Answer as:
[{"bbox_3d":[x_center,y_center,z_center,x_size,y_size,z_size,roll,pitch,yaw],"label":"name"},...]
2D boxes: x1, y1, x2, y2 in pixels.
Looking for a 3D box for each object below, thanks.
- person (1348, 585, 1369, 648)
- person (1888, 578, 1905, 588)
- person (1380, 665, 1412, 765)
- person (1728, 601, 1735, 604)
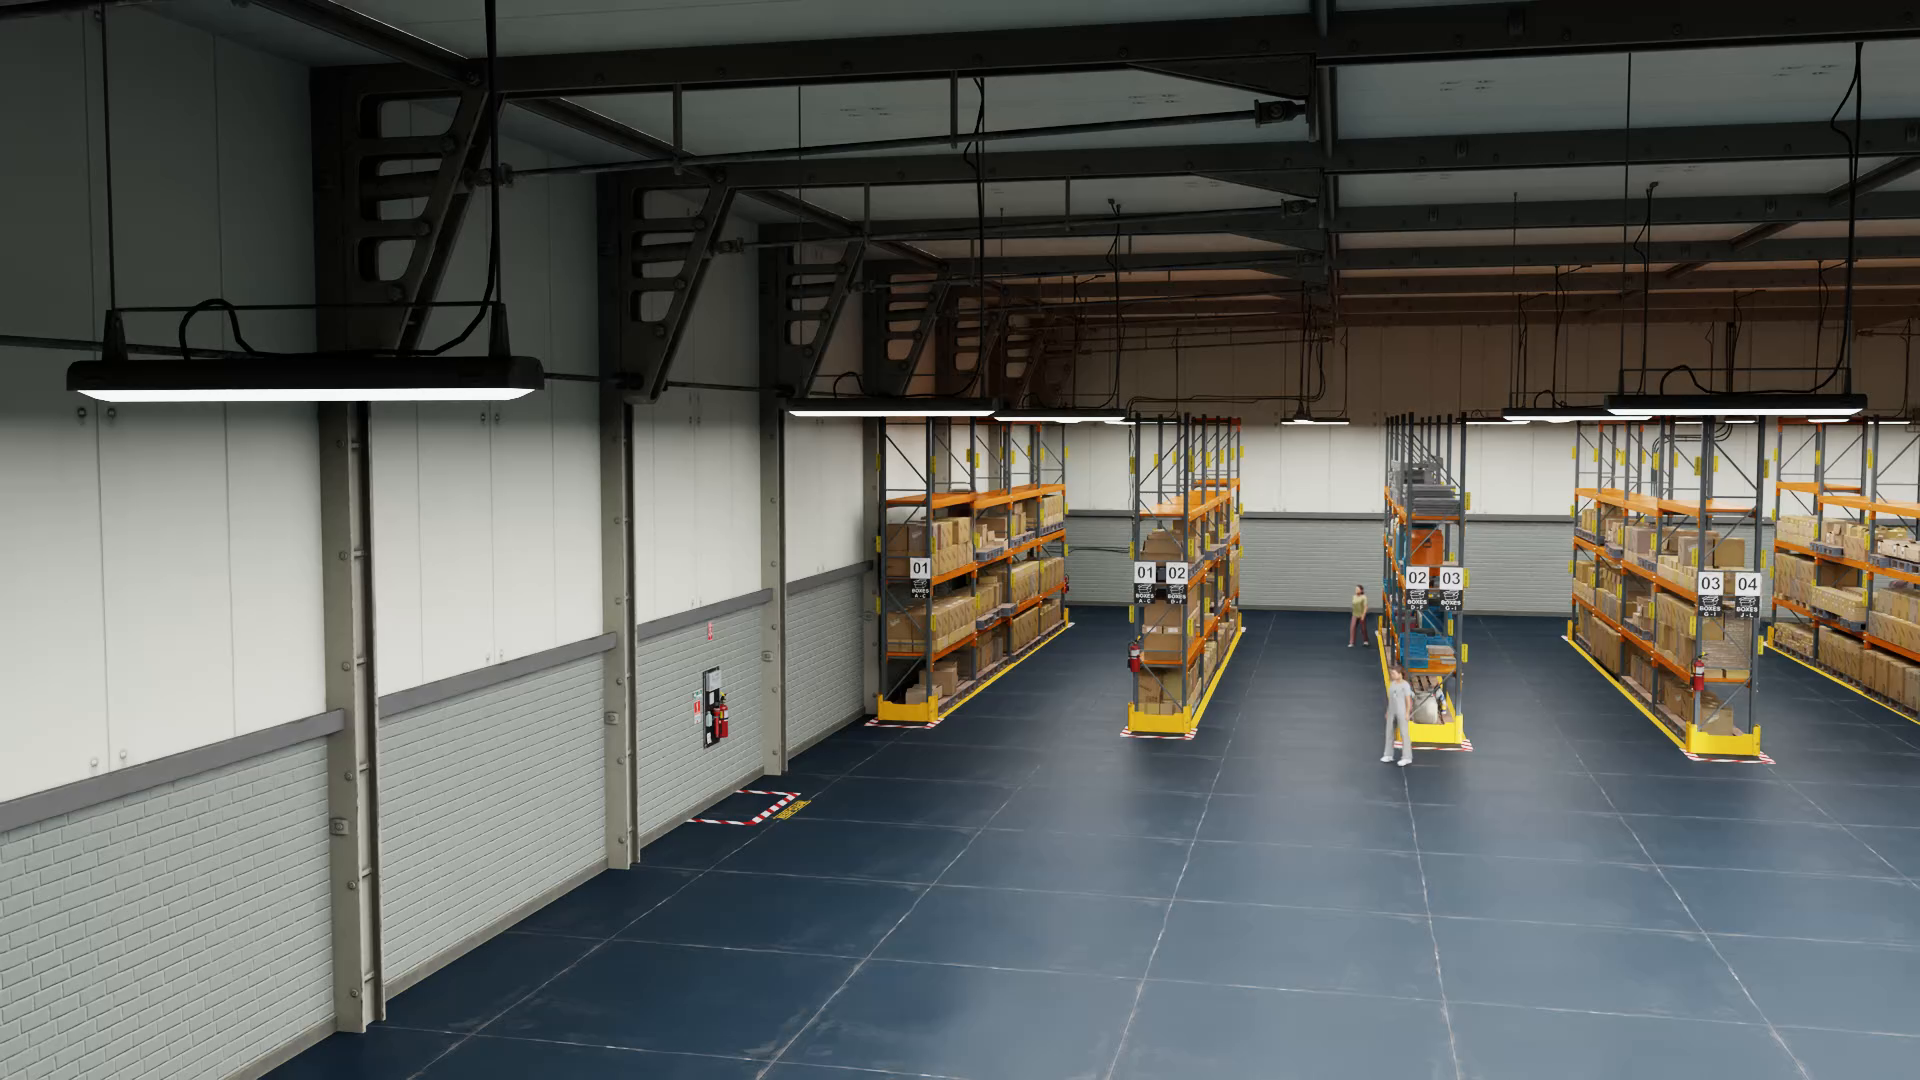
[{"bbox_3d":[10.378,1.983,43.234,0.462,1.622,1.012,3,5,33],"label":"person"},{"bbox_3d":[25.916,1.734,46.063,1.016,1.730,0.639,-1,4,-15],"label":"person"},{"bbox_3d":[7.431,2.962,28.341,0.406,1.676,0.524,-3,5,-37],"label":"person"},{"bbox_3d":[21.704,1.644,46.935,0.446,1.800,0.543,-1,4,-15],"label":"person"}]
